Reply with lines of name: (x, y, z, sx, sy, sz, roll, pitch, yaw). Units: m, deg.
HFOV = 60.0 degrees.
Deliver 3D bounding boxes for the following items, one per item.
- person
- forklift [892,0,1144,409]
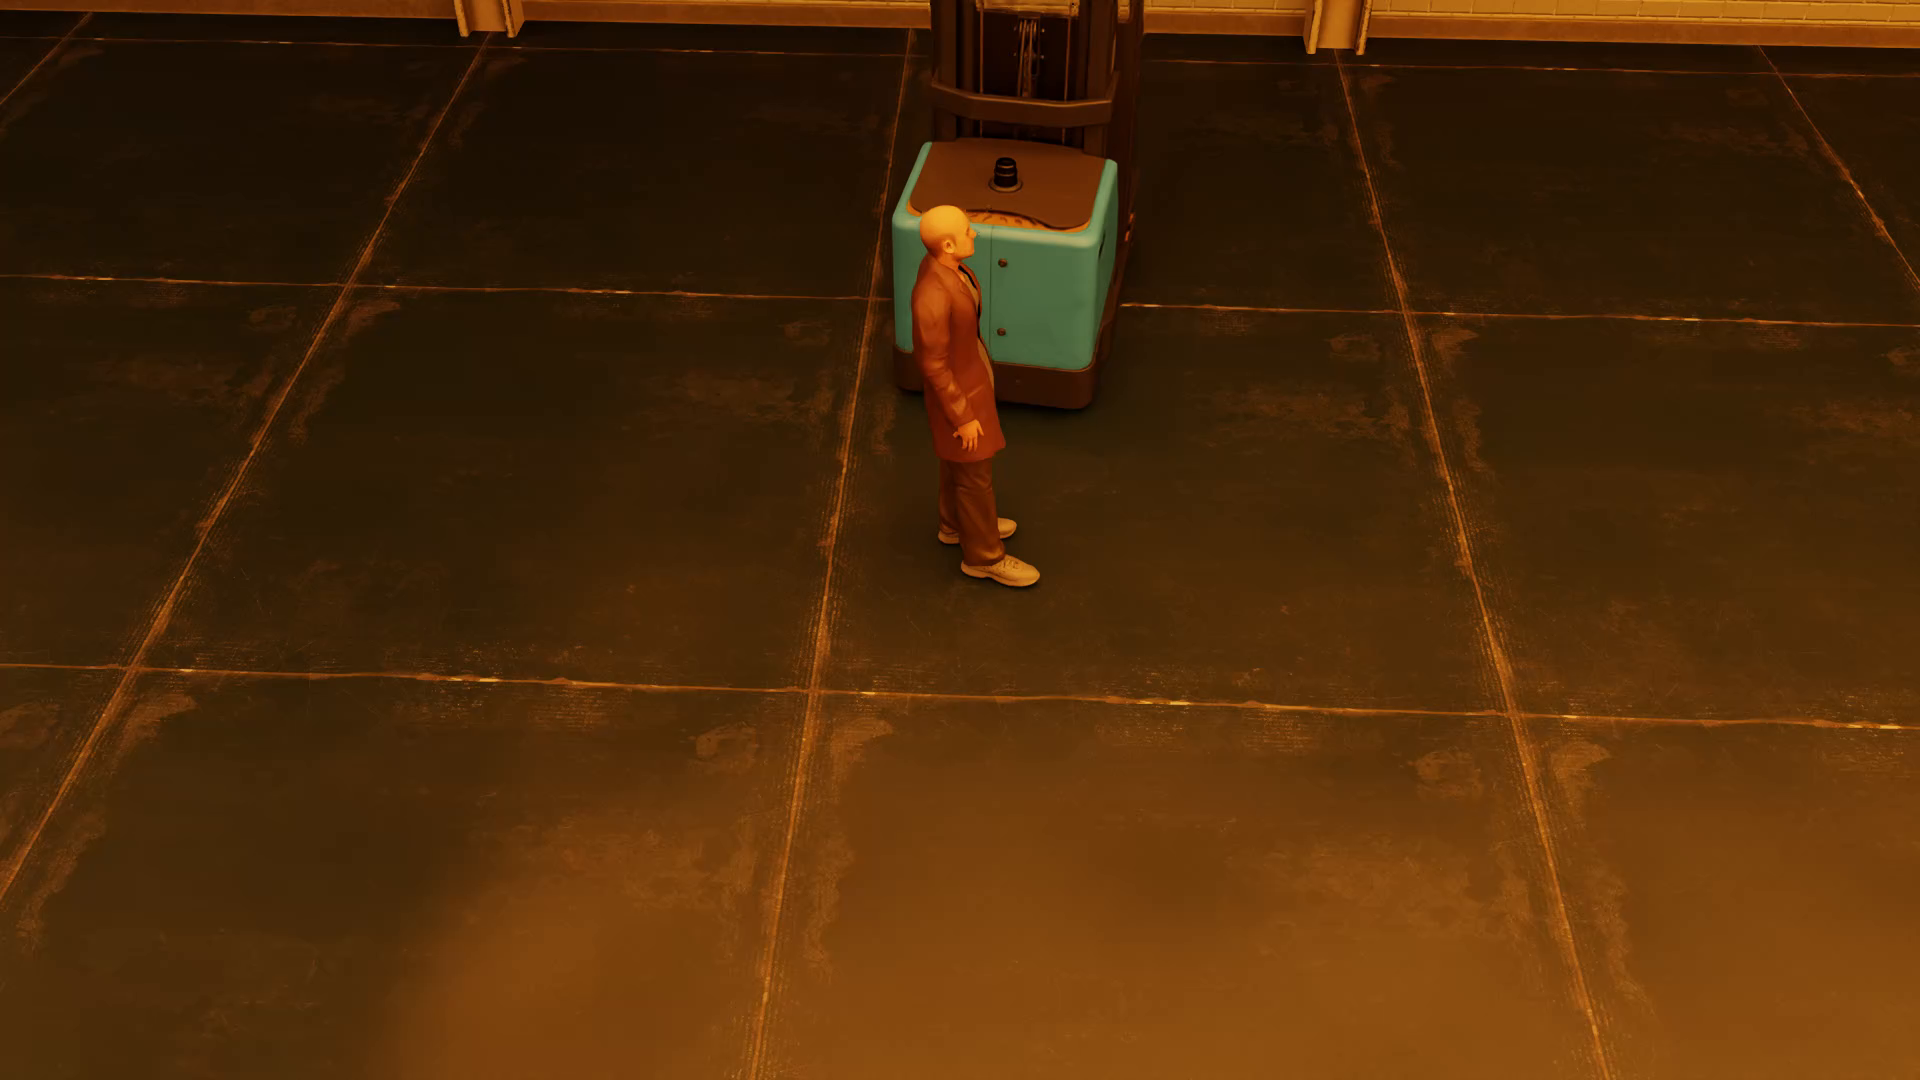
person: (0.091, -0.656, 7.306, 0.581, 1.776, 0.698, 2, 42, 2)
forklift: (0.438, -2.759, 8.764, 1.130, 2.935, 3.031, 7, 43, 8)
